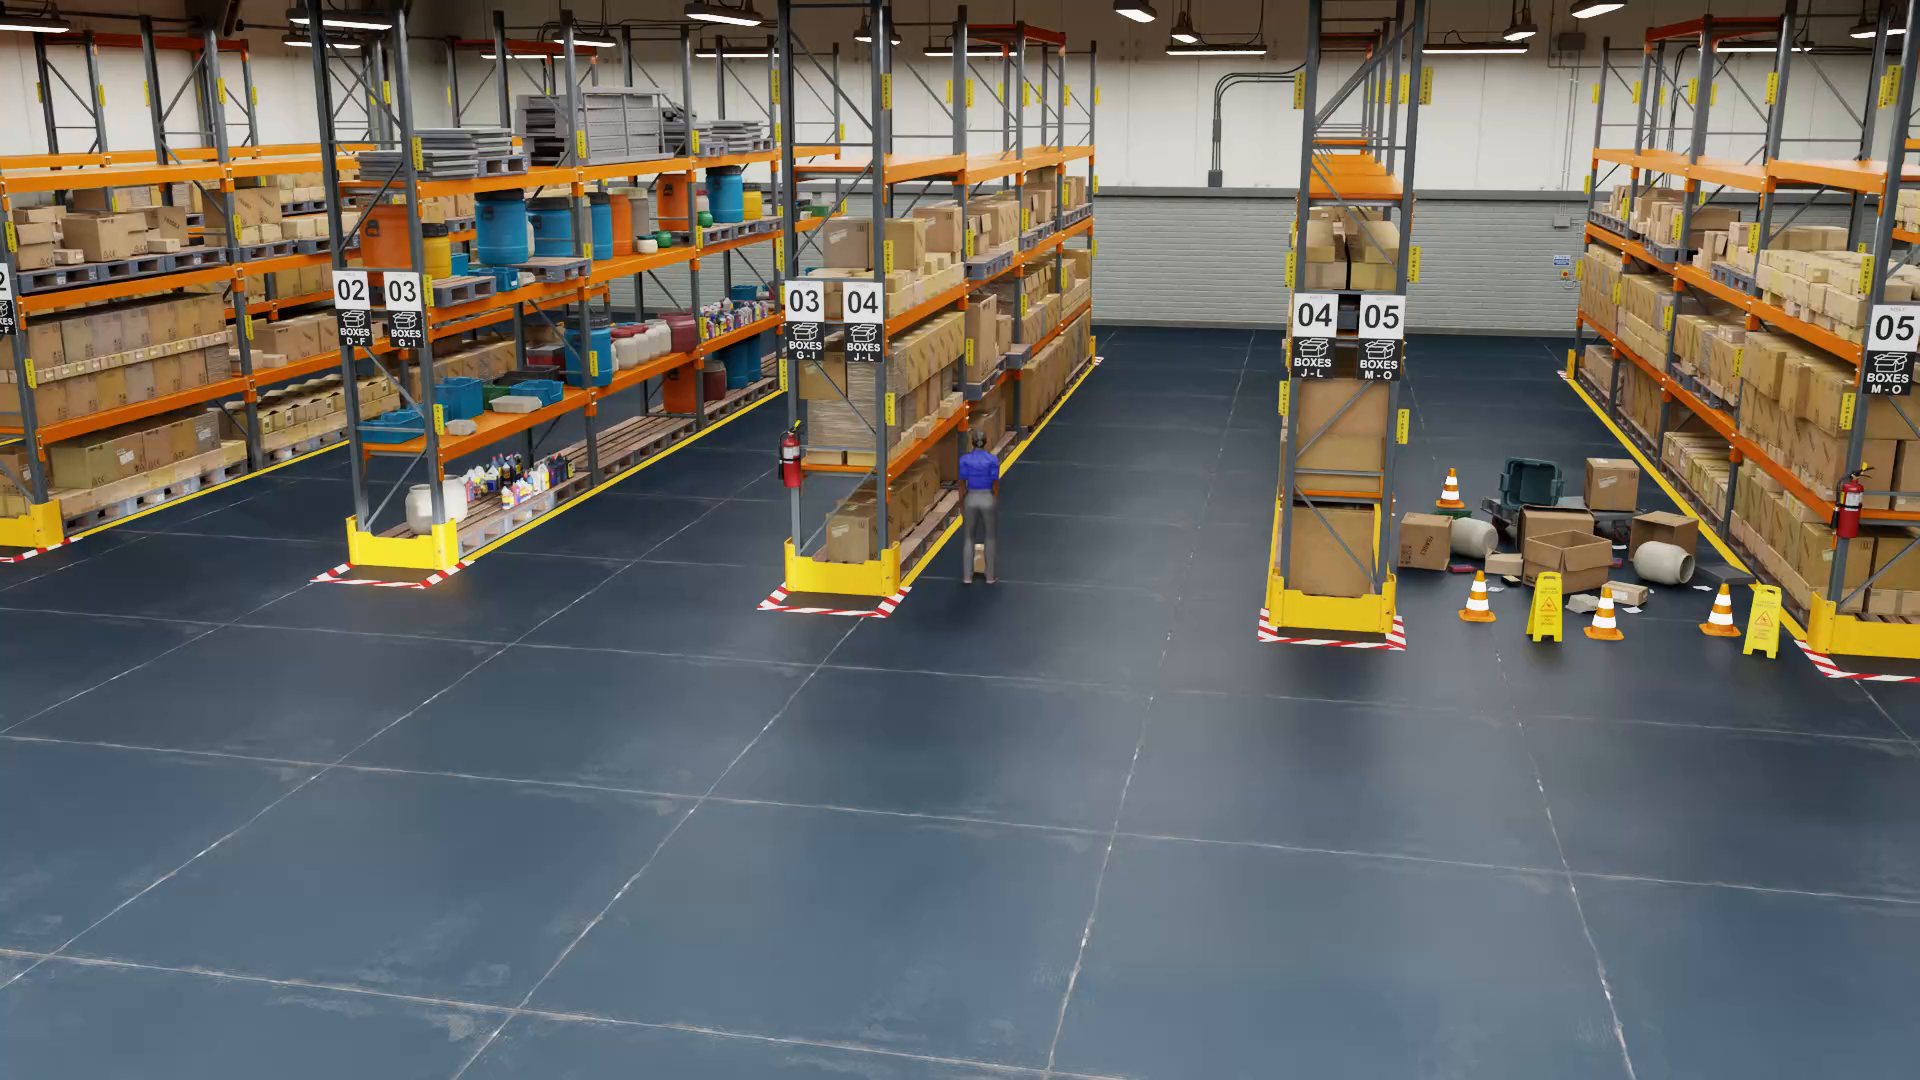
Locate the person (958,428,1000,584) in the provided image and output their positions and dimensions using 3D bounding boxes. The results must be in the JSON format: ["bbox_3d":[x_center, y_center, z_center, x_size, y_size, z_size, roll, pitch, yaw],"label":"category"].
[{"bbox_3d":[0.197,-0.353,17.396,0.437,1.674,0.322,1,15,4],"label":"person"}]
